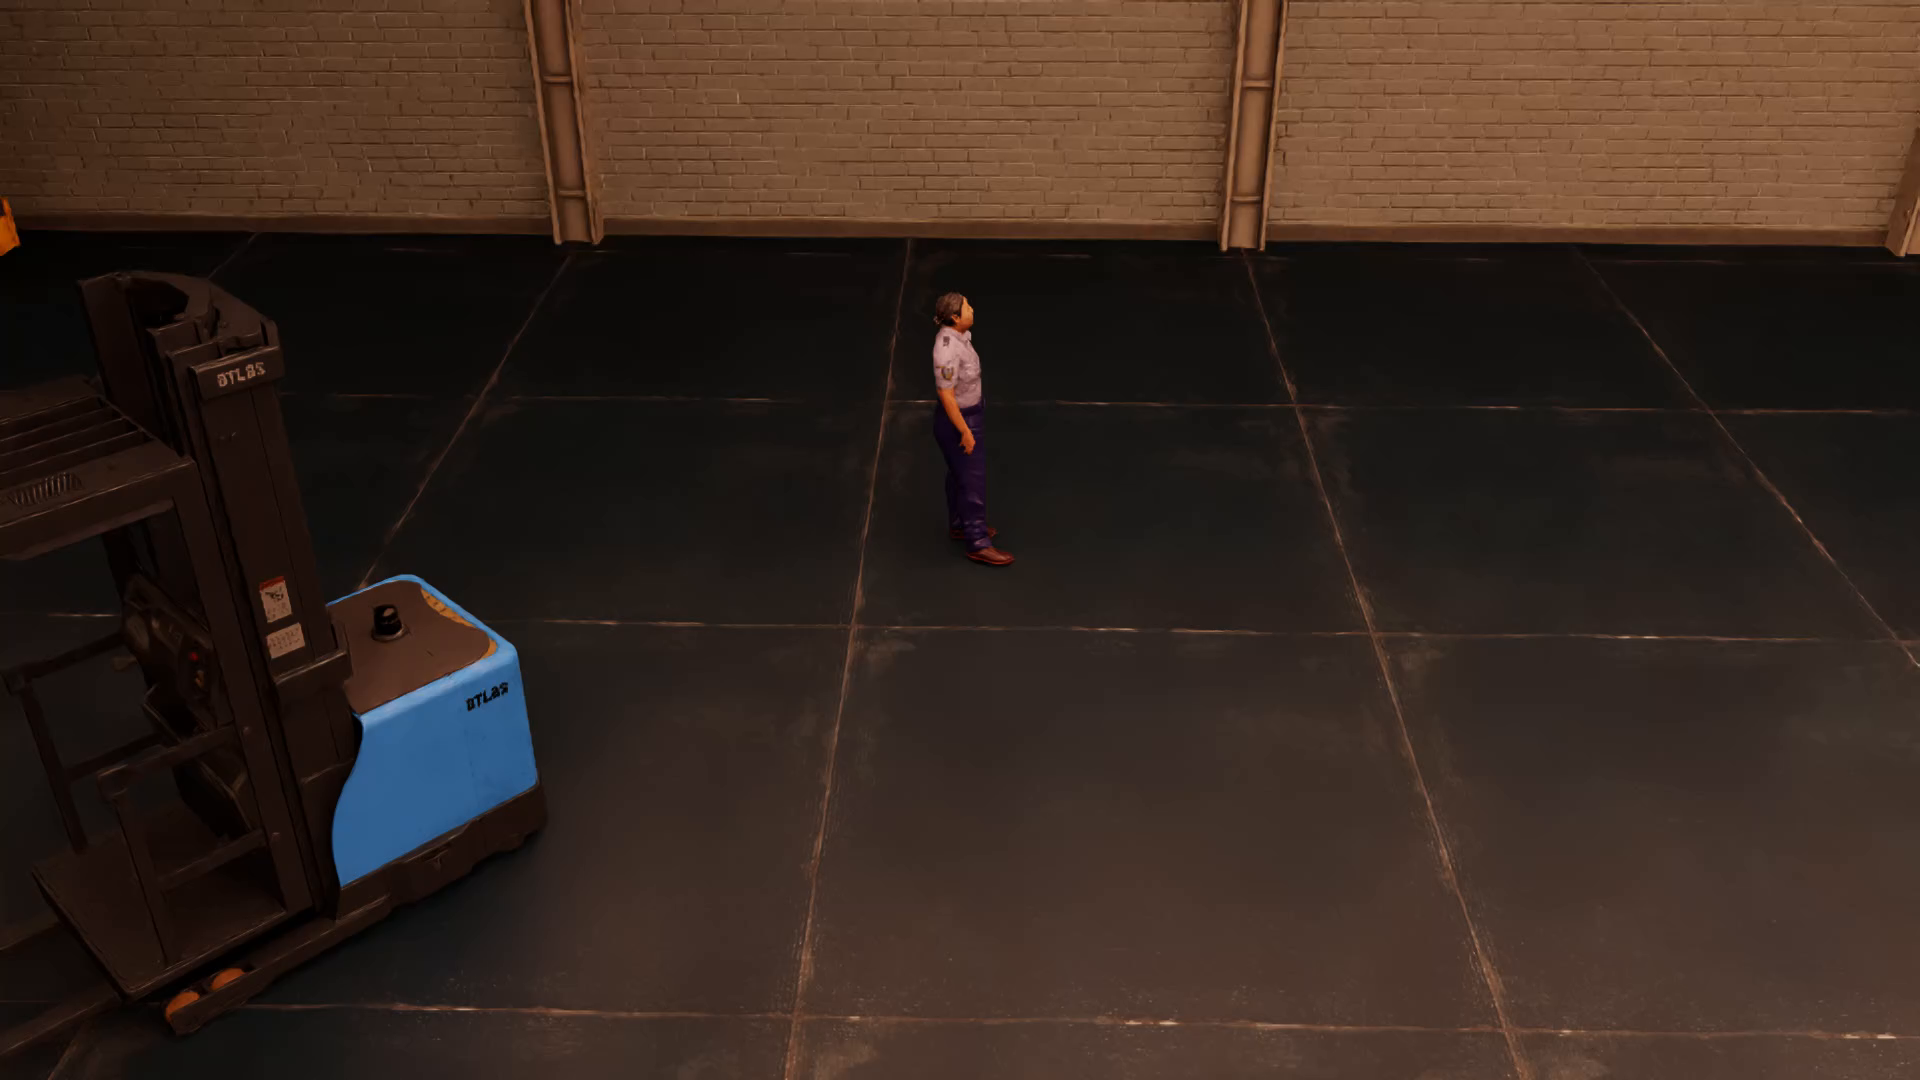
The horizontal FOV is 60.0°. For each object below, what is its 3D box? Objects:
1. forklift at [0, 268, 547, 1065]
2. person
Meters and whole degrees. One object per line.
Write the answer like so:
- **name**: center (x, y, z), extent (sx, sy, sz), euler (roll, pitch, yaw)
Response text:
- **forklift**: center (-3.399, 0.510, 6.750), extent (1.130, 2.935, 3.031), euler (27, 40, 37)
- **person**: center (0.089, -0.699, 10.059), extent (0.502, 1.640, 0.599), euler (1, 31, 1)
